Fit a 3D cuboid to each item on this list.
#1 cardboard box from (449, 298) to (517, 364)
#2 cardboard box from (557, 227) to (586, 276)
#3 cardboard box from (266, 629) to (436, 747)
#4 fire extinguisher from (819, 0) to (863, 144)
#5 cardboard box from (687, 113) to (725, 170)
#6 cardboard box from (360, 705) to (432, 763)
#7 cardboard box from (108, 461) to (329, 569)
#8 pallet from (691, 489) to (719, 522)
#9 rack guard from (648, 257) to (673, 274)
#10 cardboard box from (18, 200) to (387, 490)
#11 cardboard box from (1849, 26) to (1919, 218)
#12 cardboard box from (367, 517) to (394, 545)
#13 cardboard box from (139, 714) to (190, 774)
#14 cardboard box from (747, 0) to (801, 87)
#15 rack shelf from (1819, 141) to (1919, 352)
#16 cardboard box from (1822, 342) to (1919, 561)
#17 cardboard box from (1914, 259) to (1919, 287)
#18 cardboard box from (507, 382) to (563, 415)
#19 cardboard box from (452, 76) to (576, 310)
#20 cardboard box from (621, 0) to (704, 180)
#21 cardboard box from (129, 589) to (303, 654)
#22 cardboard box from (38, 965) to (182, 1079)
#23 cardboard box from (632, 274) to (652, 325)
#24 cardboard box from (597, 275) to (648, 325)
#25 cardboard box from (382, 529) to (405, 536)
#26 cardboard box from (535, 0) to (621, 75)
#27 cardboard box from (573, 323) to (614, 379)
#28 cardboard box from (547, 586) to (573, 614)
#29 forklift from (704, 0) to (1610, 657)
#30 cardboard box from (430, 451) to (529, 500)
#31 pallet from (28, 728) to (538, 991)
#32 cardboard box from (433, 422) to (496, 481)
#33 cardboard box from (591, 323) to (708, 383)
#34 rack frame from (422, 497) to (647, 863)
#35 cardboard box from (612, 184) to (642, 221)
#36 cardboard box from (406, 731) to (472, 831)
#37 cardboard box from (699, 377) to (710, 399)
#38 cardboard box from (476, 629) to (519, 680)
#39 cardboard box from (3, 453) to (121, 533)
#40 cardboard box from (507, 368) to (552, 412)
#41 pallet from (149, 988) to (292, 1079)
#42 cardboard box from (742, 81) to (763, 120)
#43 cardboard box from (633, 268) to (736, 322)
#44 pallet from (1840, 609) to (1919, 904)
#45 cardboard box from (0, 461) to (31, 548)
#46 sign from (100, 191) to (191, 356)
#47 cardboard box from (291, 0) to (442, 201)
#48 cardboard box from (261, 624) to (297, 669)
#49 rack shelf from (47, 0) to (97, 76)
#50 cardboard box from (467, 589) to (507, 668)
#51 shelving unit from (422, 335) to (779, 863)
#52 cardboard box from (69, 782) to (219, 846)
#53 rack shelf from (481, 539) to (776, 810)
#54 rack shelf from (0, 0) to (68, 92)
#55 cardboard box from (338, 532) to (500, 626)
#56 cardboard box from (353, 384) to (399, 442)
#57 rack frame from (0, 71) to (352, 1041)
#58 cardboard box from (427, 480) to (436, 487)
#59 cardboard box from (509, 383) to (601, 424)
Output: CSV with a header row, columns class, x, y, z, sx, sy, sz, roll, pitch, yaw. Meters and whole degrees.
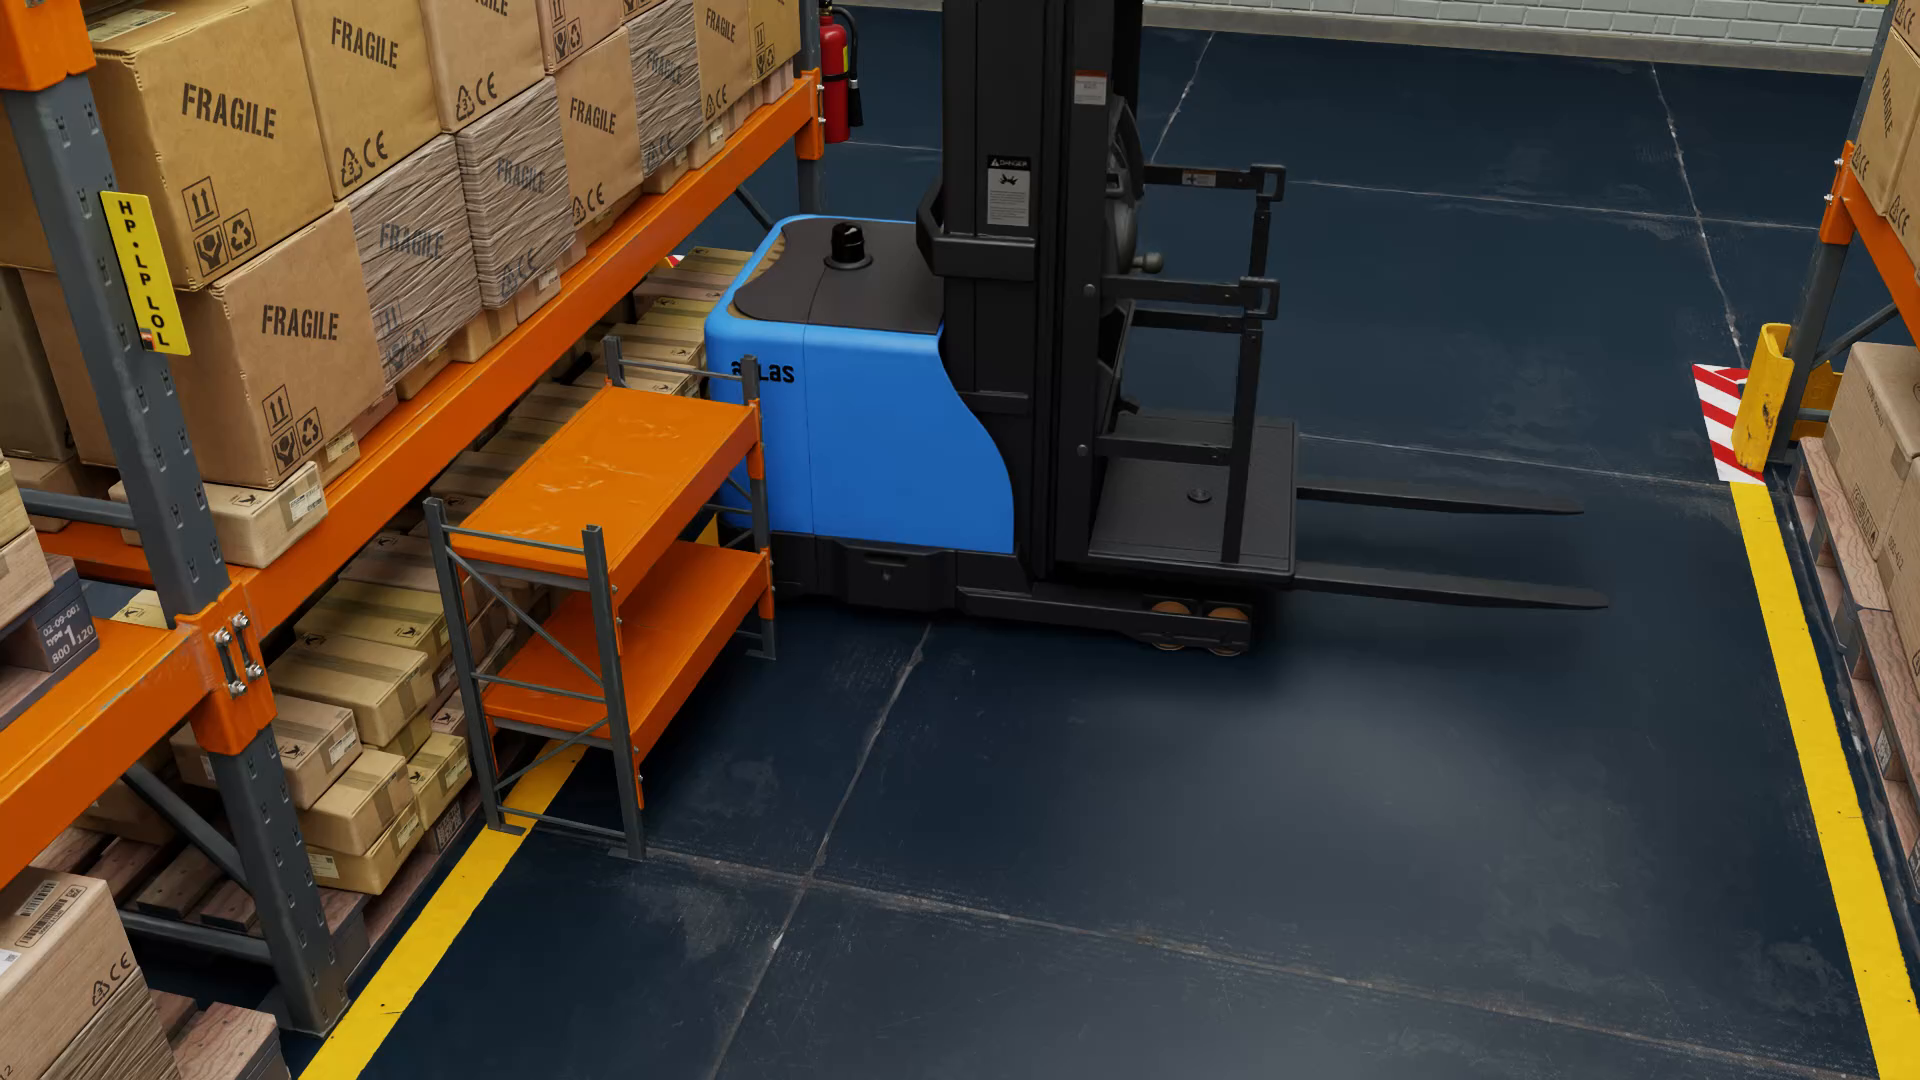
class,x,y,z,sx,sy,sz,roll,pitch,yaw
cardboard box,-1.487,-0.638,4.691,0.380,0.149,0.250,9,33,13
cardboard box,-1.389,-0.921,5.137,0.380,0.149,0.250,9,34,14
cardboard box,-1.673,0.400,4.536,0.380,0.149,0.250,10,34,15
fire extinguisher,-0.563,-2.043,7.087,0.296,0.674,0.183,8,33,12
cardboard box,-1.073,-1.460,5.984,0.380,0.149,0.250,9,34,14
cardboard box,-1.709,0.523,4.620,0.380,0.149,0.250,8,33,13
cardboard box,-1.700,-0.086,3.823,0.380,0.149,0.250,9,34,14
pallet,-1.333,-0.532,6.890,1.003,0.211,1.213,8,33,12
rack guard,-1.092,-1.071,7.468,1.175,0.500,0.348,8,33,12
cardboard box,-1.719,-0.480,3.838,0.500,0.500,0.500,7,33,11
cardboard box,3.341,-1.376,5.525,0.500,0.500,0.500,8,33,12
cardboard box,-2.046,-0.080,5.291,0.380,0.149,0.250,6,33,10
cardboard box,-2.250,0.465,4.434,0.380,0.149,0.250,9,34,14
cardboard box,-0.938,-2.065,6.331,0.500,0.500,0.500,9,33,13
rack shelf,3.233,-0.202,4.443,1.077,0.370,4.000,8,33,12
cardboard box,3.670,-0.284,5.897,0.875,0.438,0.875,7,33,11
cardboard box,3.093,-0.848,4.695,0.500,0.500,0.500,8,33,12
cardboard box,-1.700,-0.485,6.206,0.380,0.149,0.250,6,33,10
cardboard box,-1.437,-0.994,4.647,0.500,0.500,0.500,7,33,11
cardboard box,-1.193,-1.534,5.496,0.500,0.500,0.500,8,33,13
cardboard box,-2.167,0.197,4.855,0.380,0.149,0.250,8,33,12
cardboard box,-2.032,1.207,3.495,0.500,0.500,0.500,7,33,11
cardboard box,-1.454,-1.028,7.060,0.380,0.149,0.250,9,34,14
cardboard box,-1.488,-1.005,6.747,0.380,0.149,0.250,9,33,13
cardboard box,-2.004,0.069,5.334,0.380,0.149,0.250,9,33,14
cardboard box,-1.331,-1.675,4.786,0.500,0.500,0.500,7,33,11
cardboard box,-1.555,-0.754,6.629,0.380,0.149,0.250,8,33,13
cardboard box,-1.395,0.112,5.543,0.380,0.149,0.250,7,33,11
forklift,0.716,-1.152,5.329,3.031,2.935,1.130,6,33,9
cardboard box,-1.479,-0.150,5.401,0.380,0.149,0.250,7,33,10
pallet,-1.952,0.734,4.899,1.003,0.211,1.213,8,33,12
cardboard box,-1.821,-0.336,5.693,0.380,0.149,0.250,8,33,12
cardboard box,-1.151,-0.681,6.237,0.380,0.149,0.250,7,33,10
rack frame,-1.150,0.409,4.558,0.500,1.125,0.032,9,34,14
cardboard box,-1.294,-1.195,5.568,0.380,0.149,0.250,7,33,10
cardboard box,-1.617,0.653,4.693,0.380,0.149,0.250,9,34,14
cardboard box,-1.061,-0.682,6.516,0.380,0.149,0.250,7,33,10
cardboard box,-1.588,0.379,5.124,0.380,0.149,0.250,7,33,11
cardboard box,-2.242,-0.164,3.945,0.380,0.149,0.250,8,33,12
cardboard box,-1.738,-0.609,6.124,0.380,0.149,0.250,9,34,14
pallet,-2.284,1.492,3.707,1.003,0.211,1.213,8,33,12
cardboard box,-0.982,-1.728,6.406,0.380,0.149,0.250,8,33,12
cardboard box,-1.081,-0.959,6.673,0.380,0.149,0.250,9,33,13
pallet,3.302,0.690,4.968,1.003,0.211,1.213,8,33,12
cardboard box,-1.998,-0.053,3.103,0.380,0.149,0.250,9,34,14
sign,-1.550,-0.504,3.168,0.100,0.325,0.005,8,33,12
cardboard box,-1.621,-1.151,3.962,0.500,0.500,0.500,7,33,11
cardboard box,-2.208,0.321,4.938,0.380,0.149,0.250,7,33,11
rack shelf,-1.580,-2.090,4.616,1.077,0.370,4.000,8,33,12
cardboard box,-1.611,0.252,5.047,0.380,0.149,0.250,6,33,10
shelving unit,-1.003,0.148,4.969,0.538,1.125,1.048,9,34,14
cardboard box,-2.318,0.687,4.640,0.380,0.149,0.250,8,33,13
rack shelf,-1.004,0.354,5.100,0.538,0.278,1.000,9,34,14
rack shelf,-2.596,-0.014,1.350,1.077,0.370,4.000,8,33,12
cardboard box,-1.612,0.124,4.971,0.380,0.149,0.250,7,33,11
cardboard box,-1.689,-0.376,4.279,0.380,0.149,0.250,7,33,10
rack frame,-2.088,-0.089,3.595,1.000,3.000,0.127,8,33,12
cardboard box,-1.807,-0.200,5.758,0.380,0.149,0.250,10,34,15
cardboard box,-1.340,-0.412,5.814,0.380,0.149,0.250,7,33,11
